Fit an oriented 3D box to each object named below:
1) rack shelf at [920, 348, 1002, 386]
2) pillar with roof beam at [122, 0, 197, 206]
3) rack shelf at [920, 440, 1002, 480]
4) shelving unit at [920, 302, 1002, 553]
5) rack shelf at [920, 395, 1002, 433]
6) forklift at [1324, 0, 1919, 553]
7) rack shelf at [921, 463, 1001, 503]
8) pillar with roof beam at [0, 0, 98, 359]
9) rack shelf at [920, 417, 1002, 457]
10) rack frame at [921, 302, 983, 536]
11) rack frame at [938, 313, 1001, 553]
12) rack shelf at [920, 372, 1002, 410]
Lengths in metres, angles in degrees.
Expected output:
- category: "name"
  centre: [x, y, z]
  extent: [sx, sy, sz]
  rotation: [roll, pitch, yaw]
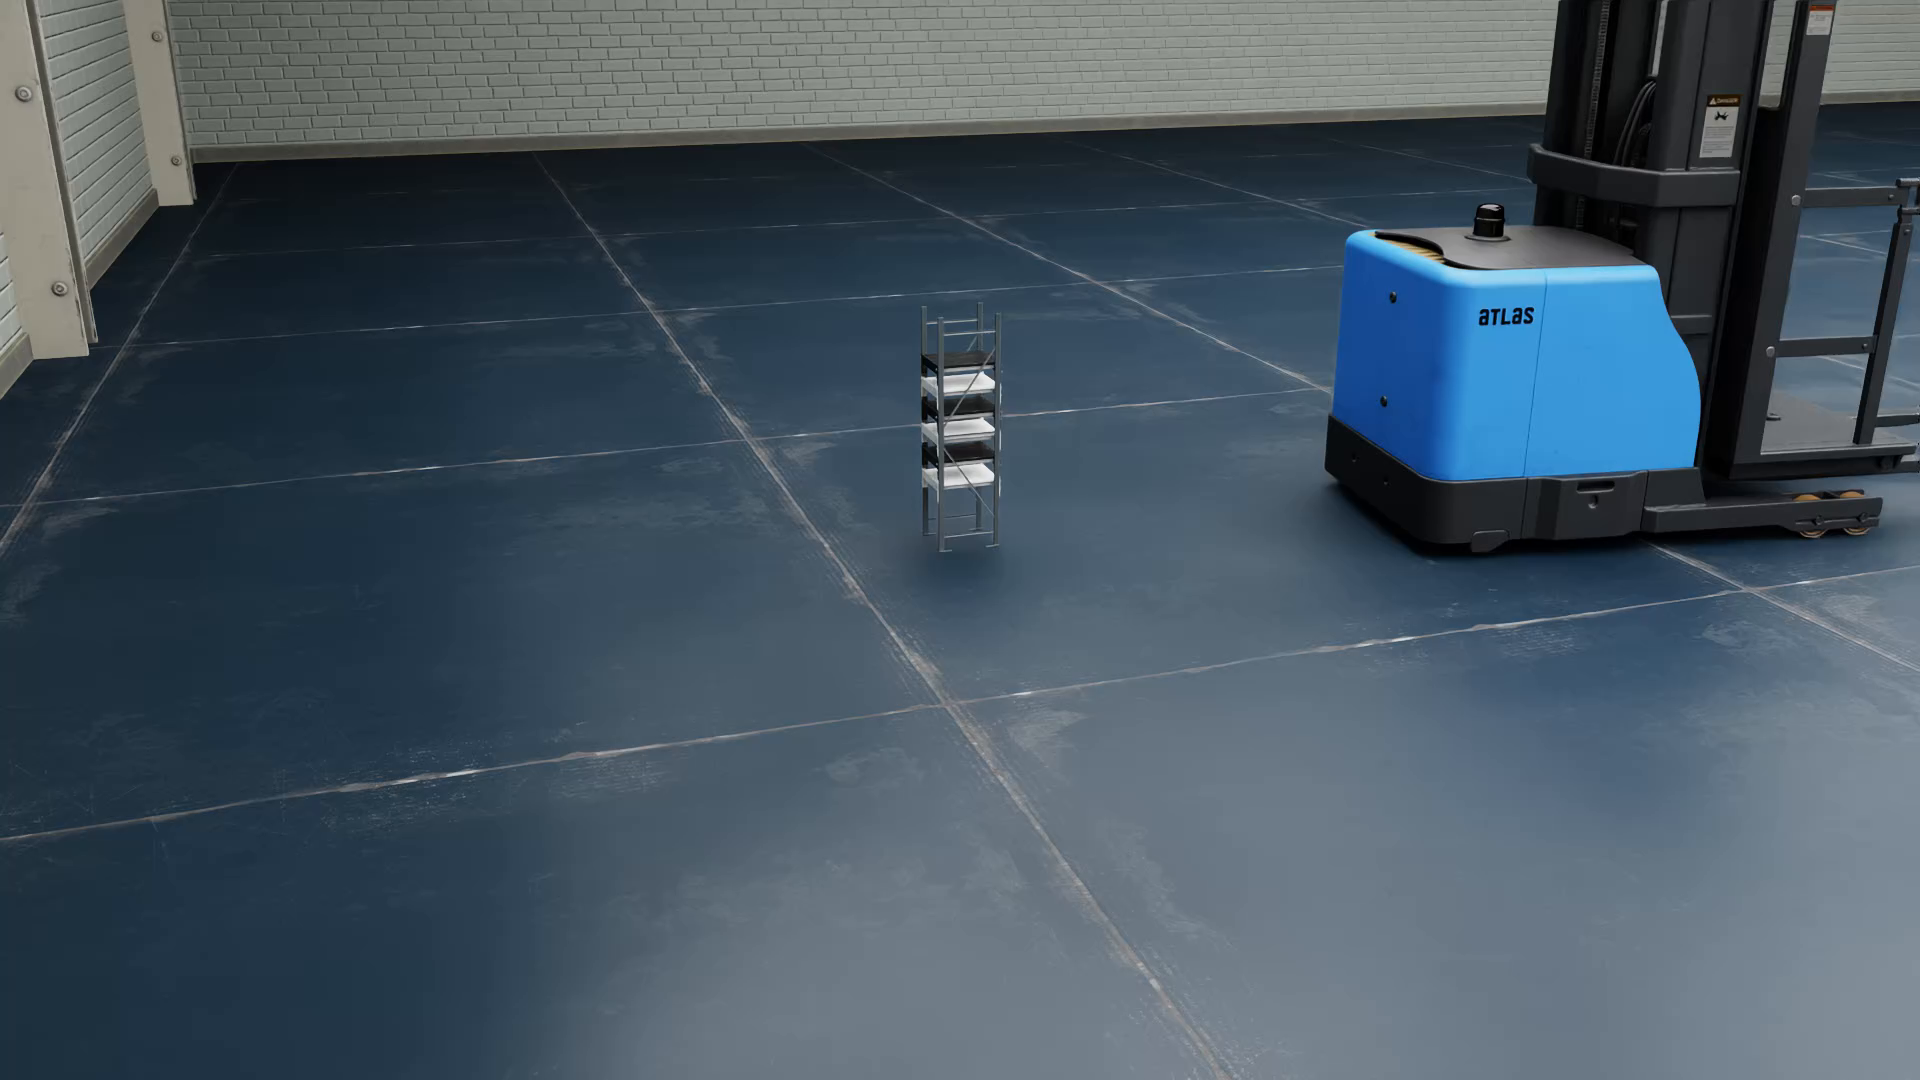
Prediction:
- category: "rack shelf"
  centre: [0.003, -0.644, 6.177]
  extent: [0.258, 0.077, 0.200]
  rotation: [-6, 21, -17]
- category: "pillar with roof beam"
  centre: [-2.875, -7.693, 14.523]
  extent: [9.100, 9.000, 0.400]
  rotation: [-6, 21, -17]
- category: "rack shelf"
  centre: [0.003, -0.305, 6.299]
  extent: [0.258, 0.077, 0.200]
  rotation: [-6, 21, -17]
- category: "shelving unit"
  centre: [0.003, -0.421, 6.257]
  extent: [0.258, 0.900, 0.210]
  rotation: [-6, 21, -17]
- category: "rack shelf"
  centre: [0.003, -0.474, 6.238]
  extent: [0.258, 0.077, 0.200]
  rotation: [-6, 21, -17]
- category: "forklift"
  centre: [3.111, -1.558, 6.418]
  extent: [3.031, 2.935, 1.130]
  rotation: [-4, 20, -10]
- category: "rack shelf"
  centre: [0.003, -0.220, 6.329]
  extent: [0.258, 0.077, 0.200]
  rotation: [-6, 21, -17]
- category: "pillar with roof beam"
  centre: [-0.989, -5.768, 9.162]
  extent: [9.100, 9.000, 0.400]
  rotation: [-6, 21, -17]
- category: "rack shelf"
  centre: [0.003, -0.390, 6.268]
  extent: [0.258, 0.077, 0.200]
  rotation: [-6, 21, -17]
- category: "rack frame"
  centre: [-0.029, -0.454, 6.348]
  extent: [0.240, 0.900, 0.006]
  rotation: [-6, 21, -17]
- category: "rack frame"
  centre: [0.034, -0.388, 6.166]
  extent: [0.240, 0.900, 0.006]
  rotation: [-6, 21, -17]
- category: "rack shelf"
  centre: [0.003, -0.559, 6.208]
  extent: [0.258, 0.077, 0.200]
  rotation: [-6, 21, -17]
